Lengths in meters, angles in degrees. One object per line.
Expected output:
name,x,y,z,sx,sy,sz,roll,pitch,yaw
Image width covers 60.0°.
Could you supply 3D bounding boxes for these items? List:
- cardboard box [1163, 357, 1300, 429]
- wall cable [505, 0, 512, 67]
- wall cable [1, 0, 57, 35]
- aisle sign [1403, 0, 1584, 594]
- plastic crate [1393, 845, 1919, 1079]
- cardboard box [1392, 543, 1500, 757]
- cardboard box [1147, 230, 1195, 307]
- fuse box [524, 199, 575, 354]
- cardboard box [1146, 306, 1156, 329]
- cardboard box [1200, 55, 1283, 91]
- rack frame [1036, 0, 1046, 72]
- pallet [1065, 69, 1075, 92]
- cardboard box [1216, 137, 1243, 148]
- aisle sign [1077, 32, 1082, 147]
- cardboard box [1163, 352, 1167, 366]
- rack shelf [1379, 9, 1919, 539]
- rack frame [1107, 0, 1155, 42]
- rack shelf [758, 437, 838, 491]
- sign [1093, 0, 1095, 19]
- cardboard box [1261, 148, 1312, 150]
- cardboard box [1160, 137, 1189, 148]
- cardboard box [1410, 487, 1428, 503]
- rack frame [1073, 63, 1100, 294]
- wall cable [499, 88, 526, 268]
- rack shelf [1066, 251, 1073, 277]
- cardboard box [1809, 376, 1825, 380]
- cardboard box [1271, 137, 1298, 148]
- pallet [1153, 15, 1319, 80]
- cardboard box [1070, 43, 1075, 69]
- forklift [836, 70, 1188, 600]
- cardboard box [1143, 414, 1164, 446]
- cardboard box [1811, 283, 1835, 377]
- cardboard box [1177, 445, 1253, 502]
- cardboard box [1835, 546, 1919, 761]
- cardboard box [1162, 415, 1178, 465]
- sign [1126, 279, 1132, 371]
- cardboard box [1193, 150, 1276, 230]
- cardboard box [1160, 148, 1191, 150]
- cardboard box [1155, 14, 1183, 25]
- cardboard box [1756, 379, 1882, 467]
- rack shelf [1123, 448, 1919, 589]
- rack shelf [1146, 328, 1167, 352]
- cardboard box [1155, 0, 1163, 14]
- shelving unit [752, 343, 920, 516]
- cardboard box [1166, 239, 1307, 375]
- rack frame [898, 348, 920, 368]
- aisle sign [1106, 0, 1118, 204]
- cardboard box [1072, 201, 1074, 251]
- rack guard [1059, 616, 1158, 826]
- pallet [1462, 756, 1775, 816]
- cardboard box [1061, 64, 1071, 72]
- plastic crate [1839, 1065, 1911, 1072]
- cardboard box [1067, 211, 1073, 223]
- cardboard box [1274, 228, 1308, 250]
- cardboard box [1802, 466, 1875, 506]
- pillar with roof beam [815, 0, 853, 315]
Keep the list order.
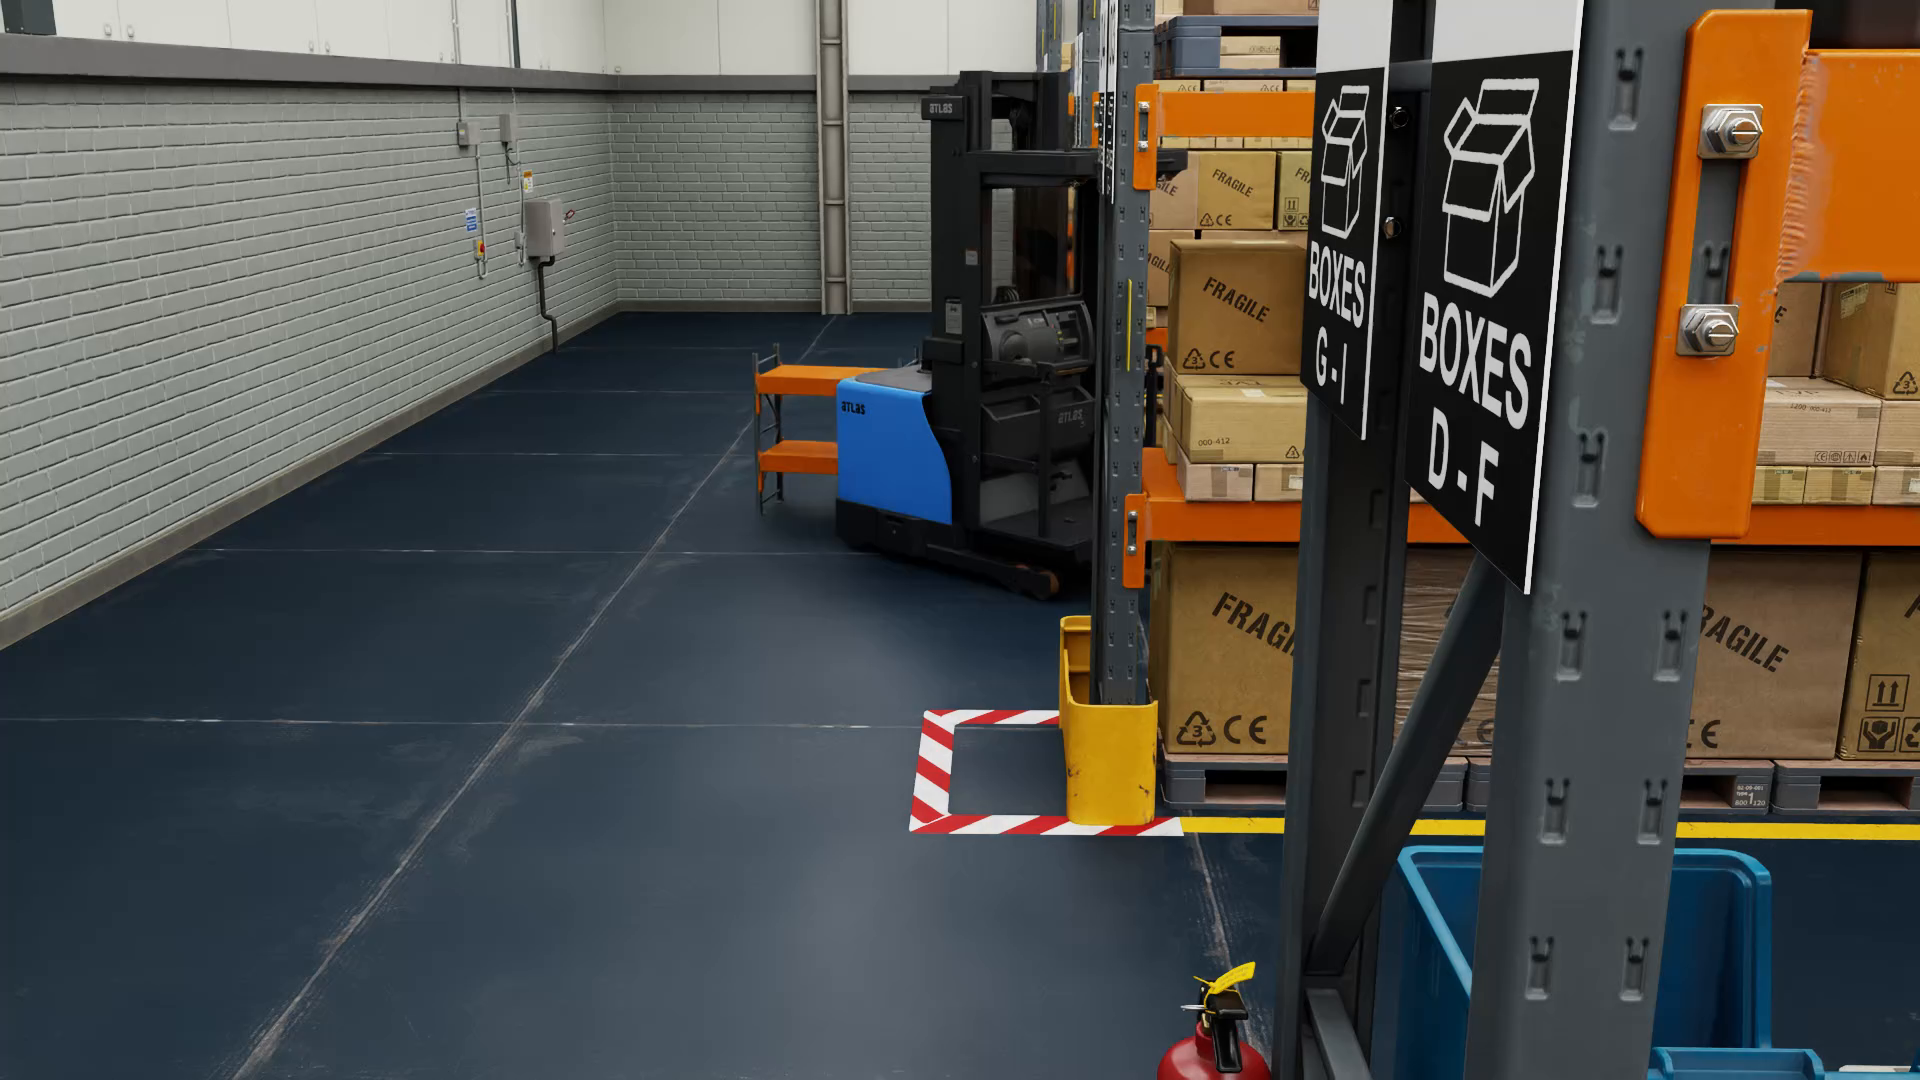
cardboard box,1.129,-0.607,6.973,0.500,0.250,0.500,0,15,1
wall cable,-4.780,-6.057,16.156,0.029,3.000,2.355,0,15,1
wall cable,-4.926,-5.844,9.043,0.120,5.999,2.277,0,15,1
aisle sign,0.432,-0.390,1.343,0.004,0.787,0.394,0,15,1
plastic crate,0.851,0.700,2.120,0.499,0.435,0.616,0,15,1
cardboard box,2.190,0.342,7.004,0.875,0.875,0.875,0,15,1
cardboard box,1.308,-1.855,11.210,0.500,0.500,0.500,1,15,4
fuse box,-4.547,-2.941,18.634,0.414,1.711,0.539,0,15,1
cardboard box,1.181,-1.529,11.246,0.250,0.149,0.380,0,15,1
cardboard box,1.835,-3.041,10.900,0.500,0.250,0.500,1,15,3
rack frame,1.014,-7.165,20.359,0.127,3.000,1.000,0,15,1
pallet,1.633,-4.404,15.947,1.213,0.211,1.003,0,15,1
cardboard box,2.536,-3.759,15.781,0.250,0.149,0.380,1,15,2
aisle sign,0.785,-2.917,10.919,0.004,0.787,0.394,0,15,1
cardboard box,2.469,-1.980,16.666,0.875,0.438,0.875,1,15,3
rack shelf,2.511,-0.298,1.620,4.000,0.370,1.077,0,15,1
rack frame,0.638,-3.372,5.982,0.127,3.000,1.000,0,15,1
rack shelf,-0.838,-0.508,11.517,1.000,0.278,0.538,3,15,12
sign,0.852,-3.470,10.521,0.005,0.325,0.100,0,15,1
cardboard box,2.356,-2.467,11.573,0.500,0.500,0.500,1,15,4
cardboard box,2.023,-3.760,15.783,0.250,0.149,0.380,0,15,0
cardboard box,1.758,-0.259,6.435,0.250,0.149,0.380,0,15,1
rack frame,0.866,-1.736,11.539,0.127,3.000,1.000,0,15,1
wall cable,-4.722,-3.883,17.685,0.122,1.984,0.588,0,15,1
rack shelf,2.891,-2.638,16.369,4.000,0.370,1.077,0,15,1
cardboard box,3.677,-0.591,6.912,0.500,0.250,0.500,0,15,1
cardboard box,3.052,-3.761,15.789,0.250,0.149,0.380,0,15,1
pallet,1.380,-1.877,6.368,1.213,0.211,1.003,0,15,1
cardboard box,1.344,-4.648,15.972,0.500,0.250,0.500,-1,15,-4
forklift,0.623,-1.224,9.733,3.031,2.935,1.130,13,20,41
cardboard box,1.381,-0.758,11.432,0.250,0.149,0.380,0,15,-1
cardboard box,3.673,-0.953,6.813,0.500,0.500,0.500,0,15,1
cardboard box,0.985,-0.264,6.452,0.250,0.149,0.380,1,15,2
cardboard box,3.979,0.354,6.960,0.875,0.875,0.875,0,15,1
cardboard box,1.003,-0.432,7.089,0.250,0.149,0.380,1,15,2
sign,0.618,-0.787,6.091,0.005,0.325,0.100,0,15,1
cardboard box,1.813,-2.339,11.087,0.500,0.500,0.500,1,15,3
cardboard box,1.330,-2.472,11.590,0.500,0.500,0.500,0,15,0
cardboard box,1.308,-3.286,10.850,0.500,0.250,0.500,1,15,2
cardboard box,3.161,-0.459,6.410,0.500,0.250,0.500,1,15,3
rack shelf,2.638,-0.111,6.790,4.000,0.370,1.077,0,15,1
rack shelf,2.865,-1.375,11.582,4.000,0.370,1.077,0,15,1
cardboard box,1.184,-3.488,10.833,0.250,0.149,0.380,0,15,1
shelving unit,-0.838,-0.744,11.455,1.048,1.125,0.538,3,15,12
cardboard box,1.132,-0.969,6.875,0.500,0.500,0.500,1,15,2
rack frame,-0.341,-0.716,11.350,0.032,1.125,0.500,3,15,12
aisle sign,0.559,-1.653,6.128,0.004,0.787,0.394,0,15,1
cardboard box,1.380,-3.112,16.558,0.500,0.500,0.500,0,15,2
rack guard,0.614,0.737,7.067,0.348,0.500,1.175,0,15,1
pallet,2.656,0.871,7.126,1.213,0.211,1.003,0,15,1
cardboard box,1.451,-5.714,20.448,0.500,0.250,0.500,0,15,1
plastic crate,1.332,0.849,2.141,0.243,0.136,0.396,0,15,1
cardboard box,1.336,-4.071,20.883,0.250,0.149,0.380,0,15,1
cardboard box,2.333,-1.851,11.197,0.500,0.500,0.500,1,15,2
cardboard box,3.295,-0.249,6.397,0.250,0.149,0.380,1,15,2
pillar with roof beam,-1.768,-6.315,17.136,0.400,9.000,9.100,0,15,1
